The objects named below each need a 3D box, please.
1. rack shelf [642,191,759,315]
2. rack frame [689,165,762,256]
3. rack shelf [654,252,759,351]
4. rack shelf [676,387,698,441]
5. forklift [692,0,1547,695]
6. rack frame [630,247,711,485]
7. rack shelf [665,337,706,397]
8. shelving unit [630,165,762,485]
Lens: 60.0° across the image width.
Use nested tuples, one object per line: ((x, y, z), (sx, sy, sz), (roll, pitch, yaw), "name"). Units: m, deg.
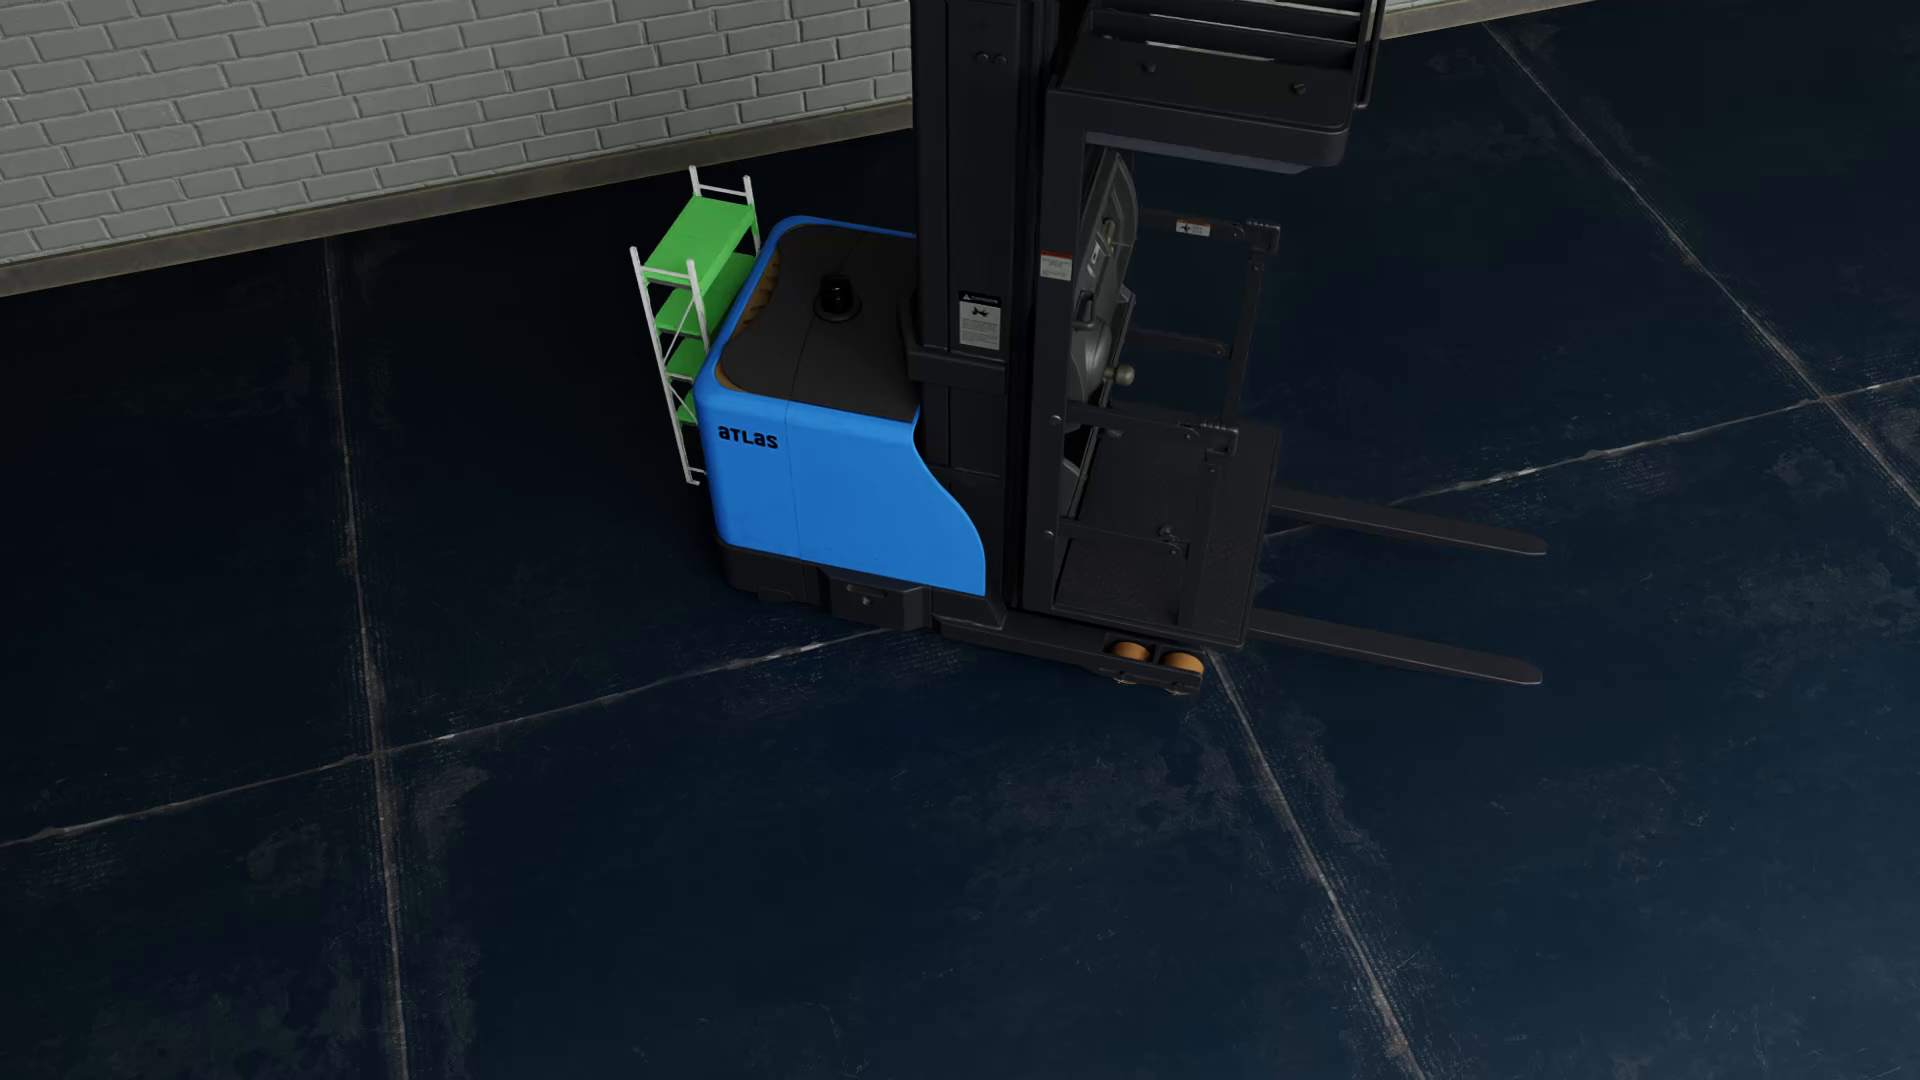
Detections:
((-0.956, -1.055, 6.093), (0.258, 0.148, 0.480), (13, 51, 14), "rack shelf")
((-0.858, -0.958, 6.555), (0.240, 1.200, 0.015), (13, 51, 14), "rack frame")
((-0.945, -0.898, 6.274), (0.258, 0.148, 0.480), (13, 51, 14), "rack shelf")
((-0.924, -0.583, 6.635), (0.258, 0.148, 0.480), (13, 51, 14), "rack shelf")
((0.654, -0.833, 5.325), (3.031, 2.935, 1.130), (11, 51, 9), "forklift")
((-1.018, -0.606, 6.258), (0.240, 1.200, 0.015), (13, 51, 14), "rack frame")
((-0.935, -0.740, 6.454), (0.258, 0.148, 0.480), (13, 51, 14), "rack shelf")
((-0.938, -0.782, 6.406), (0.258, 1.200, 0.503), (13, 51, 14), "shelving unit")
